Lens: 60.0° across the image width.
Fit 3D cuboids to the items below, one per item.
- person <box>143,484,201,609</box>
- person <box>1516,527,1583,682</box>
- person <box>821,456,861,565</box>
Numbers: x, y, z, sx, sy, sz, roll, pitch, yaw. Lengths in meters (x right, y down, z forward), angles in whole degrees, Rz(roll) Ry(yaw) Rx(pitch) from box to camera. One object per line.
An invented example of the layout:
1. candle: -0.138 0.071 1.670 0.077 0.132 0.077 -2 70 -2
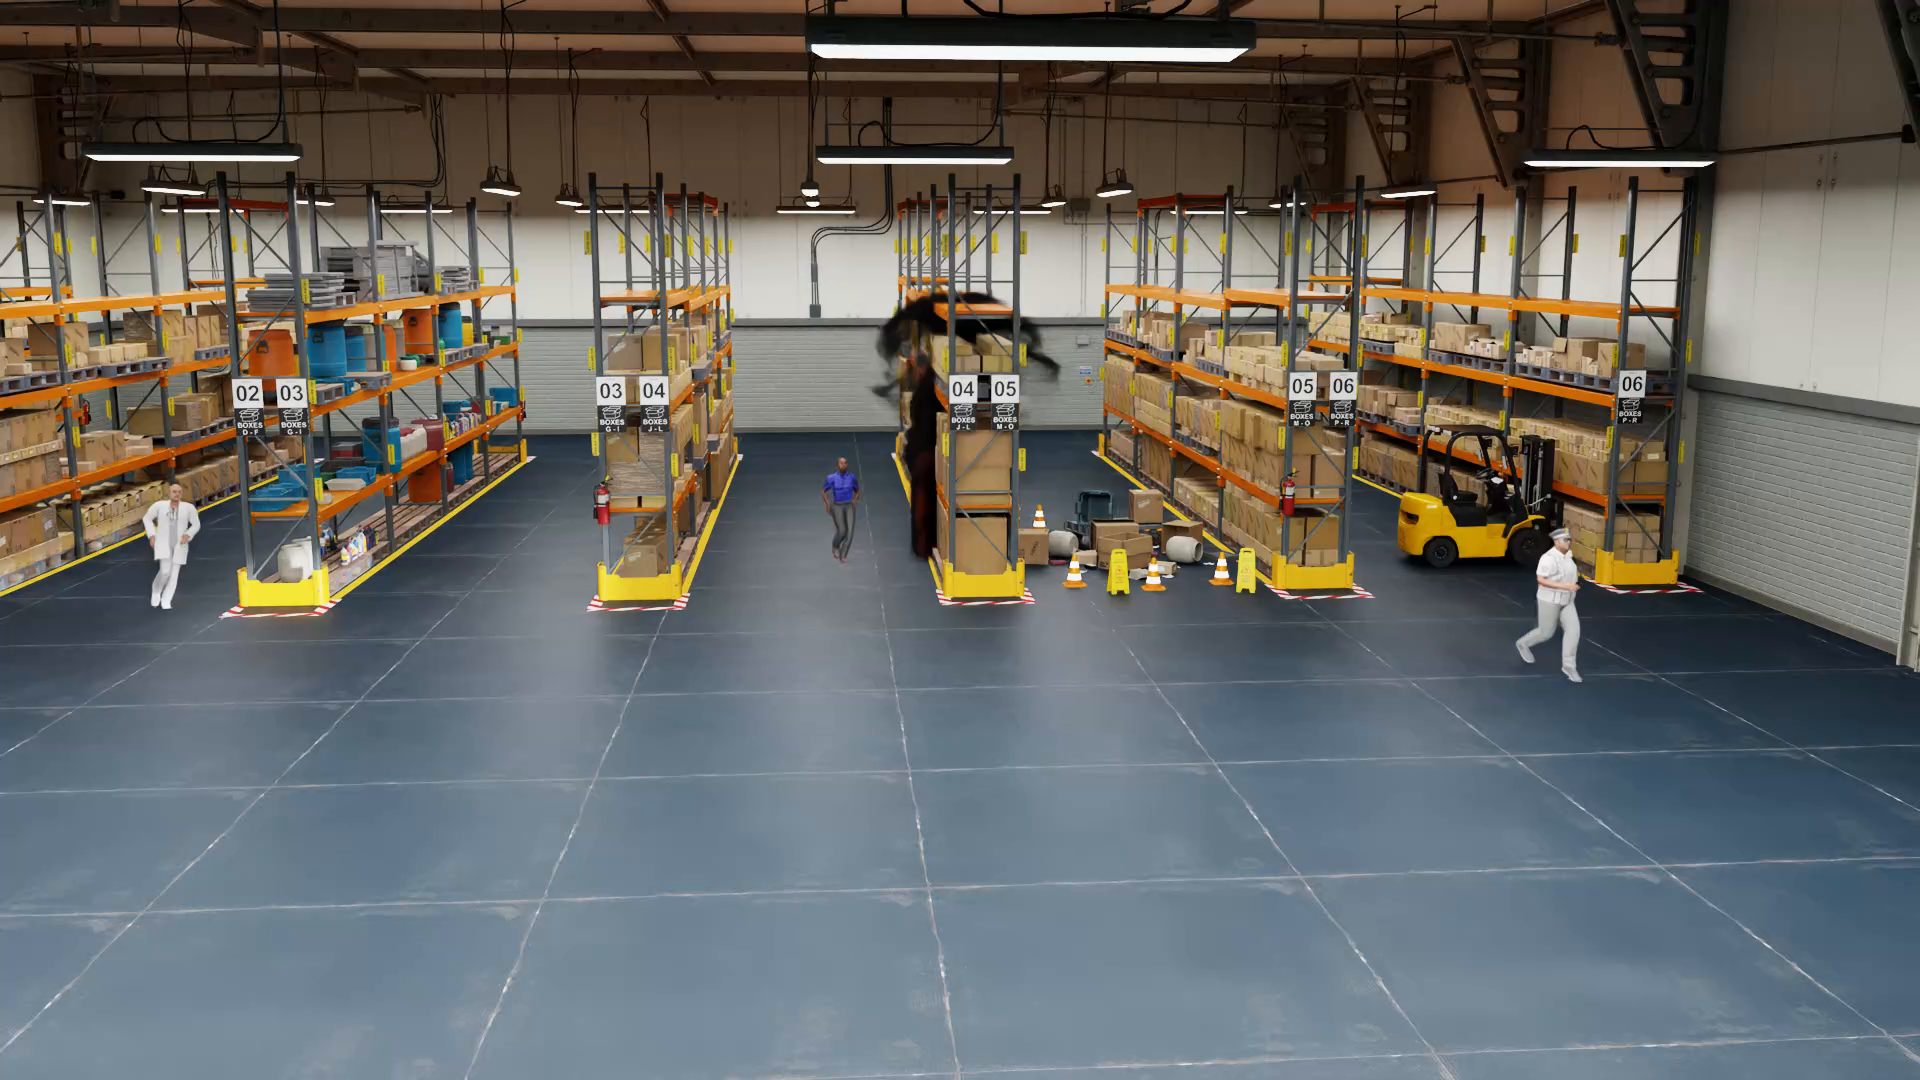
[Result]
1. person: -10.969 0.089 23.235 0.703 1.727 0.582 -6 12 -32
2. person: 6.988 0.733 19.596 0.693 1.836 0.938 -6 12 -33
3. person: -1.747 -0.438 24.923 0.582 1.624 0.504 -4 11 -21
